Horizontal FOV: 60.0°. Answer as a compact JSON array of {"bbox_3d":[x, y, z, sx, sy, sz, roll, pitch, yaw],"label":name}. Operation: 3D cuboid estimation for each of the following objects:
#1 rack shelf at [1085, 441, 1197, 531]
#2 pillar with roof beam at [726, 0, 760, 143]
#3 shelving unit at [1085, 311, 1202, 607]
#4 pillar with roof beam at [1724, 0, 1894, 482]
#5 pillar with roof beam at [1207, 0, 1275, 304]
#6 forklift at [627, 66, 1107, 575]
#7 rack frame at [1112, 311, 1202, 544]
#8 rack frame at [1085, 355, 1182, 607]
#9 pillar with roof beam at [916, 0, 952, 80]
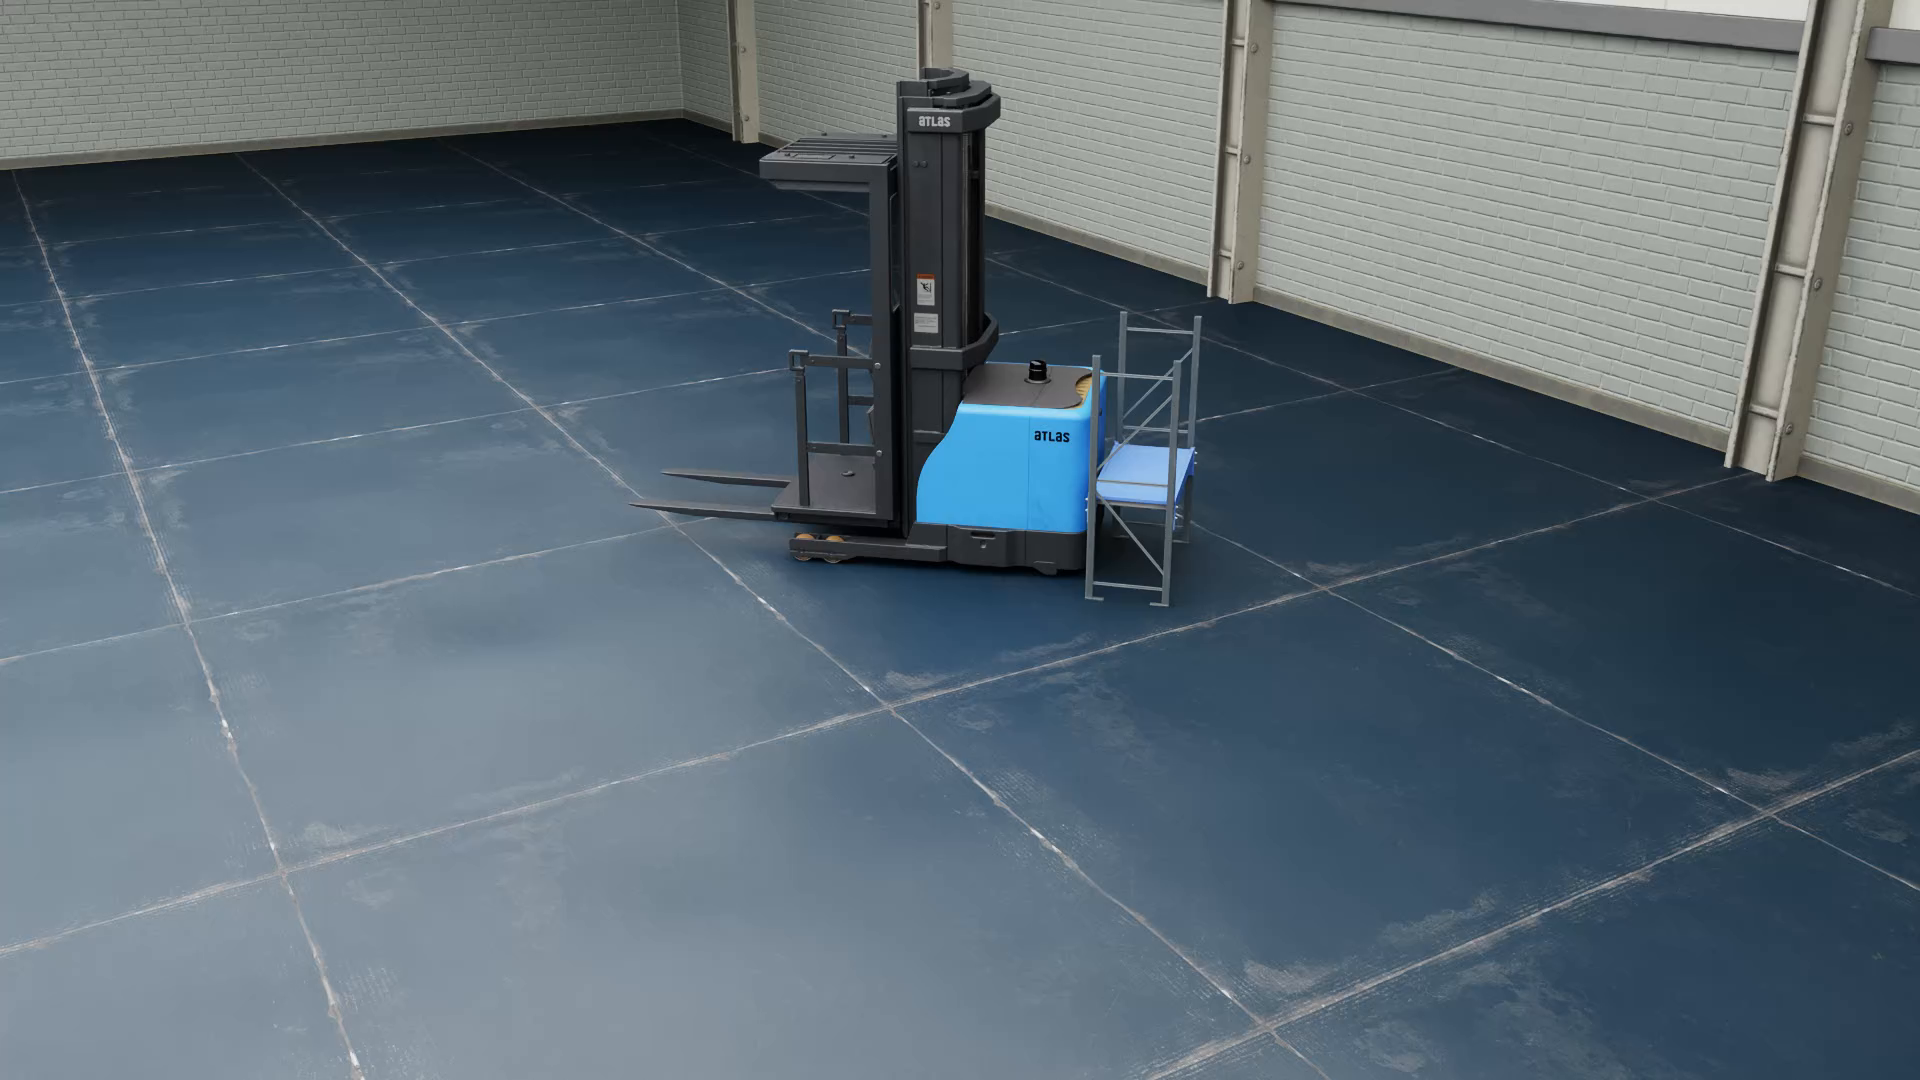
[{"bbox_3d":[1.116,-0.344,10.144,0.538,0.185,1.000,5,23,13],"label":"rack shelf"},{"bbox_3d":[-7.088,-9.675,22.664,9.100,9.000,0.400,-13,25,-28],"label":"pillar with roof beam"},{"bbox_3d":[1.116,-0.511,10.076,0.538,1.500,1.048,5,23,13],"label":"shelving unit"},{"bbox_3d":[2.107,-3.848,8.328,9.100,9.000,0.400,-13,25,-28],"label":"pillar with roof beam"},{"bbox_3d":[-0.958,-5.791,13.107,9.100,9.000,0.400,-13,25,-28],"label":"pillar with roof beam"},{"bbox_3d":[-0.614,-1.403,10.371,3.031,2.935,1.130,4,22,10],"label":"forklift"},{"bbox_3d":[1.238,-0.696,10.533,0.500,1.500,0.032,5,23,13],"label":"rack frame"},{"bbox_3d":[0.994,-0.325,9.619,0.500,1.500,0.032,5,23,13],"label":"rack frame"},{"bbox_3d":[-4.023,-7.733,17.885,9.100,9.000,0.400,-13,25,-28],"label":"pillar with roof beam"}]
